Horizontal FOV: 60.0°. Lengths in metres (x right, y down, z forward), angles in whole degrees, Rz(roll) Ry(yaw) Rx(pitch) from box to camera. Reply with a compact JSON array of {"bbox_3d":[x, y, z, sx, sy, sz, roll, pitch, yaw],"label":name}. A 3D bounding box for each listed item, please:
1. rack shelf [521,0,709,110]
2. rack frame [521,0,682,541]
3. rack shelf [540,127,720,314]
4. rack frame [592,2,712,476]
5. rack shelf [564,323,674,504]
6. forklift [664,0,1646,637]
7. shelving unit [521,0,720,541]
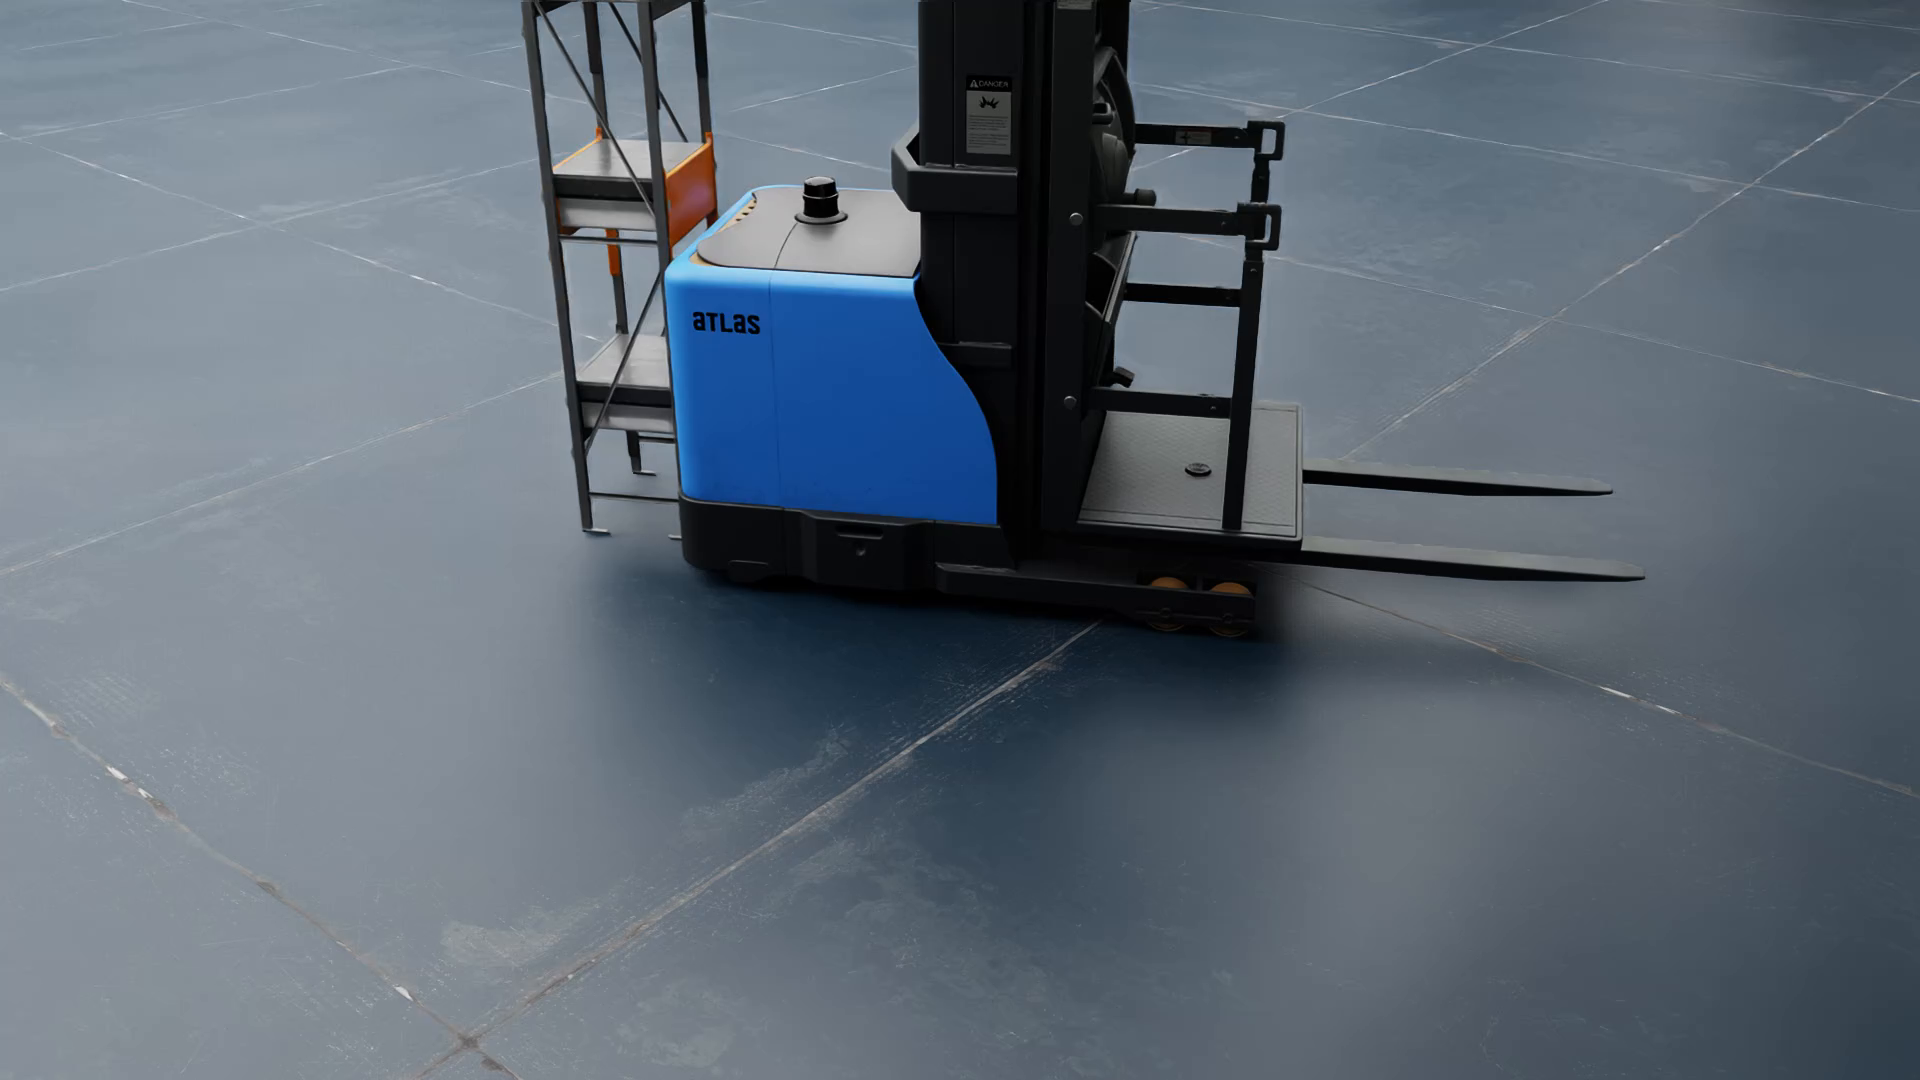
[{"bbox_3d":[-1.074,-1.667,5.193,0.431,0.518,0.480,5,28,9],"label":"rack shelf"},{"bbox_3d":[-1.118,-0.947,5.295,0.400,2.100,0.015,5,28,9],"label":"rack frame"},{"bbox_3d":[-1.074,-1.045,5.514,0.431,0.518,0.480,5,28,9],"label":"rack shelf"},{"bbox_3d":[-1.030,-1.167,5.721,0.400,2.100,0.015,5,28,9],"label":"rack frame"},{"bbox_3d":[-1.074,-0.423,5.836,0.431,0.518,0.480,5,28,9],"label":"rack shelf"},{"bbox_3d":[0.652,-1.265,5.006,3.031,2.935,1.130,5,28,9],"label":"forklift"},{"bbox_3d":[-1.074,-1.057,5.508,0.431,2.100,0.503,5,28,9],"label":"shelving unit"}]
